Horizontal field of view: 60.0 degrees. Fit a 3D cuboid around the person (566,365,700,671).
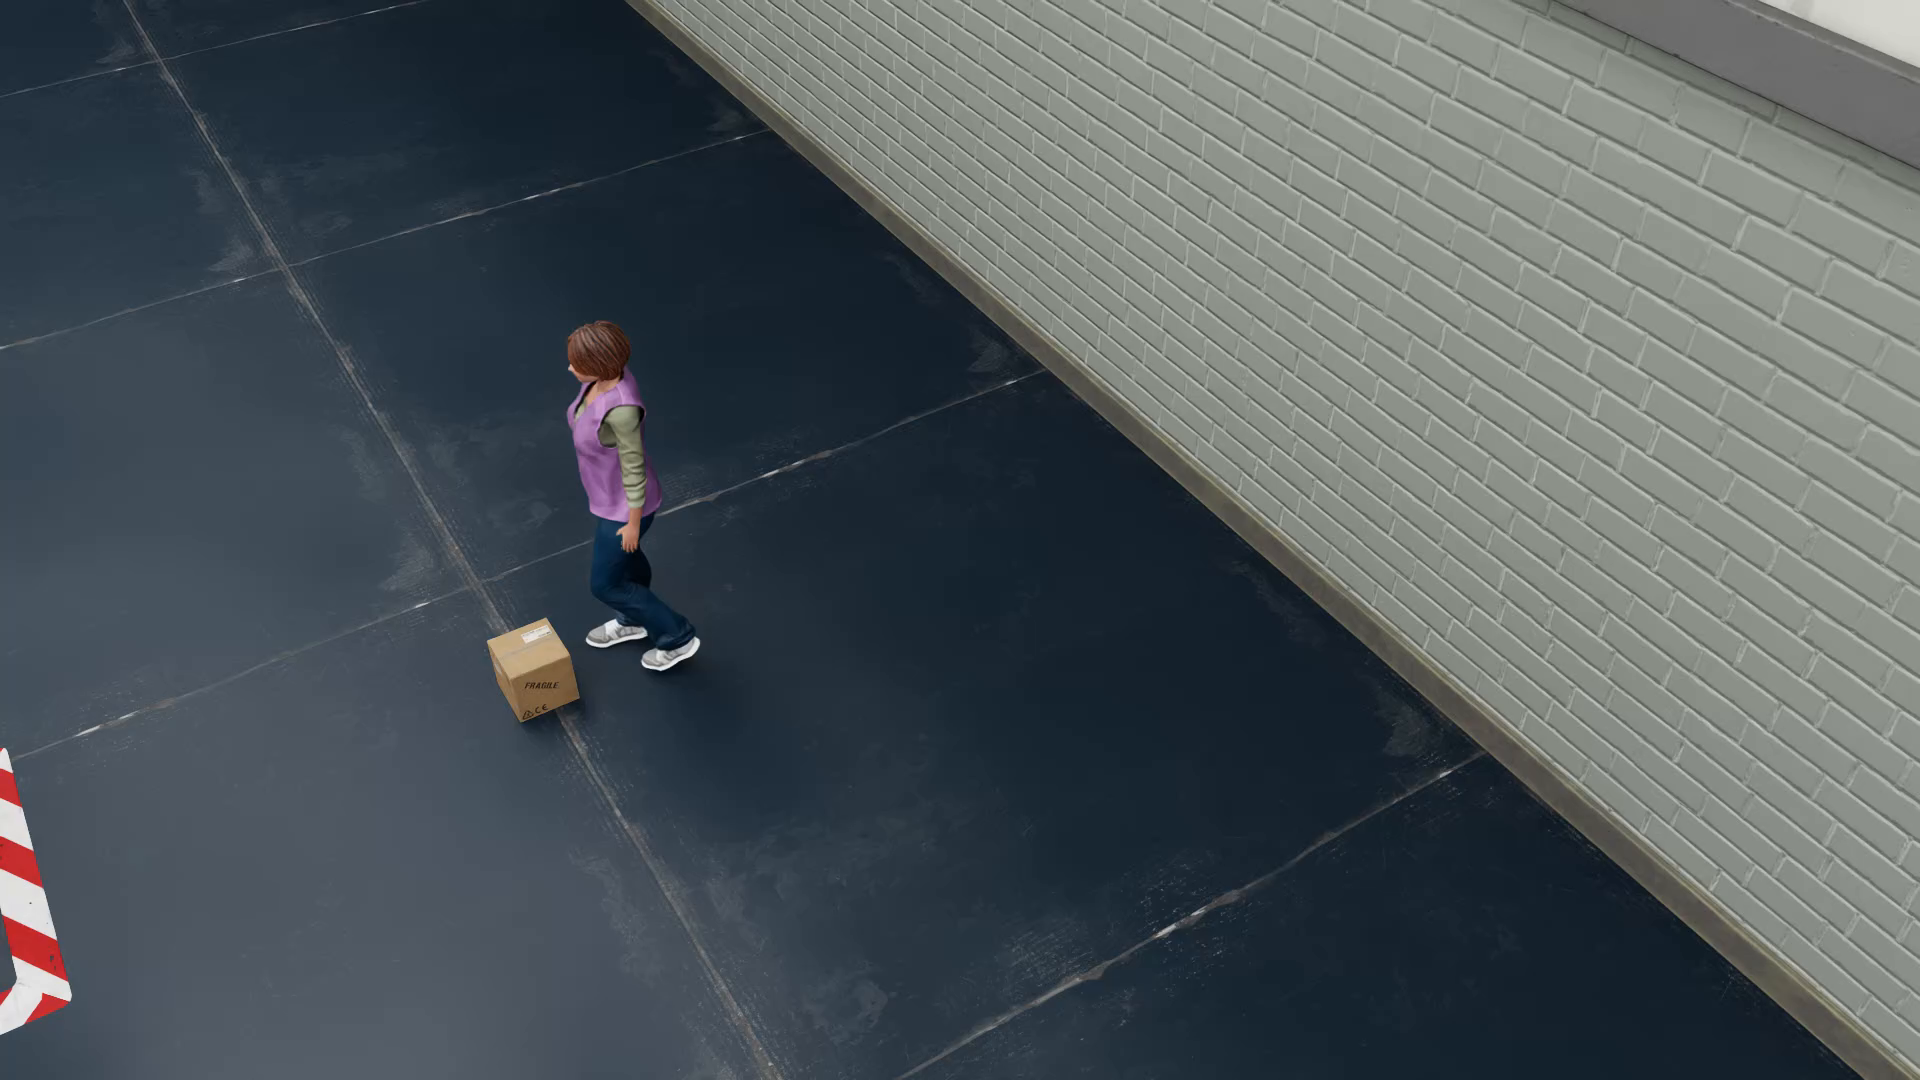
[{"bbox_3d":[-5.123,-2.942,8.296,5.598,3.193,9.158,-12,43,-14],"label":"person"}]
